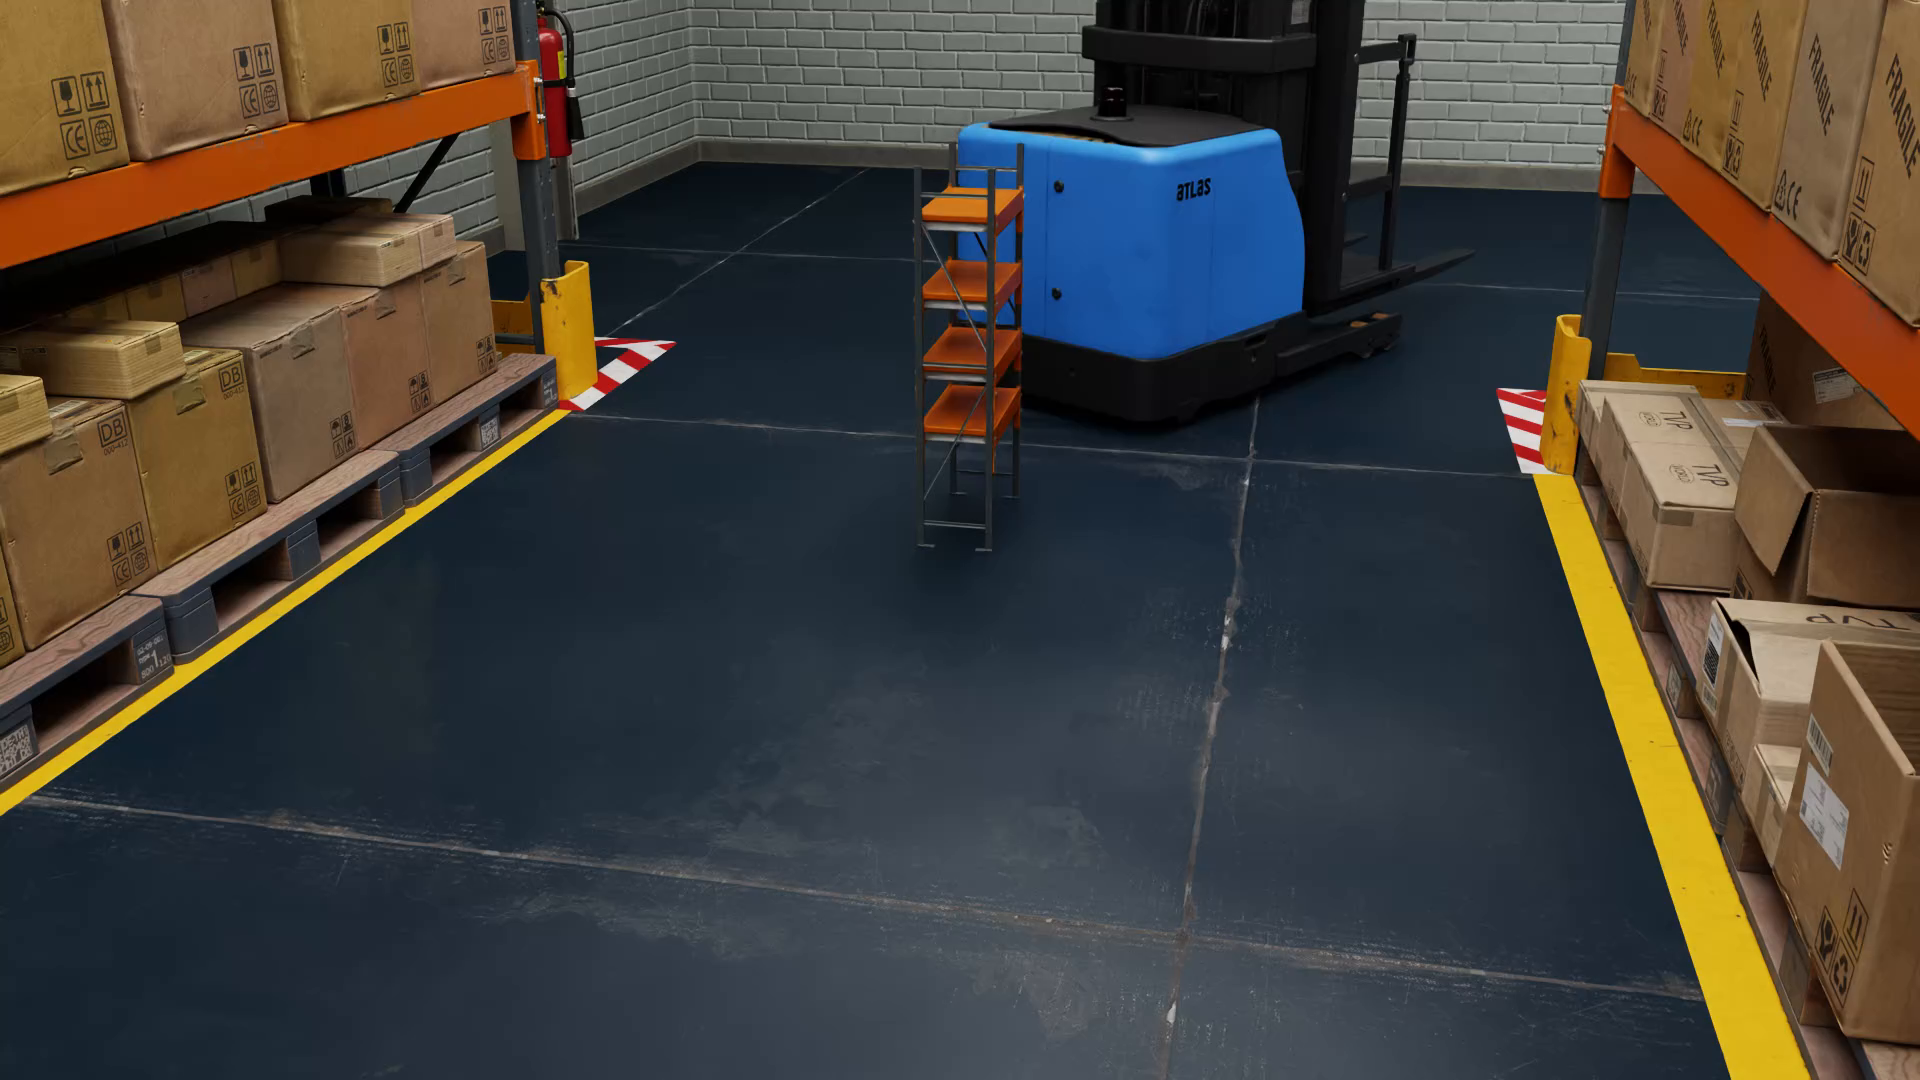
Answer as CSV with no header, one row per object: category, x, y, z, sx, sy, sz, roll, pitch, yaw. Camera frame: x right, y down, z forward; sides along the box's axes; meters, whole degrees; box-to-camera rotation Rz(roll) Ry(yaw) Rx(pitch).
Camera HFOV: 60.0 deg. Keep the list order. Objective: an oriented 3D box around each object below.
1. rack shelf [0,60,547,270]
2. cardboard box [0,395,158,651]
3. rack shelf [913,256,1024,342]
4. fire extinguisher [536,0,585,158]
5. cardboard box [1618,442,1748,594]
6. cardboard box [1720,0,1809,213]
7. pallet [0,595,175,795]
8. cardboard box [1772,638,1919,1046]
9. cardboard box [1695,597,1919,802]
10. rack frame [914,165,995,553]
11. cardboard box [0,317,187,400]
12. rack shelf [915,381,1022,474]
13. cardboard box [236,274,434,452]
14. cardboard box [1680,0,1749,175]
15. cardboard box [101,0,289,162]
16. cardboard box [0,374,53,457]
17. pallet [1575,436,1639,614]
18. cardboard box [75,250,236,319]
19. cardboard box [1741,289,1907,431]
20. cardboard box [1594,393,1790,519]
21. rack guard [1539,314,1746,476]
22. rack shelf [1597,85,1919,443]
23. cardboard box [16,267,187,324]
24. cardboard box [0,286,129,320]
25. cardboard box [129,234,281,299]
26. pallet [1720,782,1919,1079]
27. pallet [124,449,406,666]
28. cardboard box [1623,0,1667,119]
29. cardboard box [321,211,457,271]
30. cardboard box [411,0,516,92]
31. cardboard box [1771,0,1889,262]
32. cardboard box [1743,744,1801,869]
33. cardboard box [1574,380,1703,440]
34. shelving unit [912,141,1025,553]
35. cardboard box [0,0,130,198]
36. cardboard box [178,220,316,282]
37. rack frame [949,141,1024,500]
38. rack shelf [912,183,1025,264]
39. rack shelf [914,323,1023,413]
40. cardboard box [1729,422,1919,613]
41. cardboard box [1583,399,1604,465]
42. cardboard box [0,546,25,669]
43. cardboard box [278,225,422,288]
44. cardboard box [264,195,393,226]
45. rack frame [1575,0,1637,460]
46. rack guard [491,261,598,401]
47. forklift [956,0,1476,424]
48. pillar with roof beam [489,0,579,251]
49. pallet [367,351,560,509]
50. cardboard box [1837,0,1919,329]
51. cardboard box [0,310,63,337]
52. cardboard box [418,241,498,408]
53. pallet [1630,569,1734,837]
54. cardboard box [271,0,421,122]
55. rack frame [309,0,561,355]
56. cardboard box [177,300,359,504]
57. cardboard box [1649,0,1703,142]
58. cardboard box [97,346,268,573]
rack shelf,-2.535,-0.985,4.746,1.077,0.370,4.000,4,22,11
cardboard box,-2.584,-0.071,4.299,0.700,0.500,0.500,4,22,10
rack shelf,0.034,-0.762,5.221,0.258,0.148,0.480,4,22,11
fire extinguisher,-1.644,-1.861,6.561,0.296,0.674,0.183,4,22,11
cardboard box,2.131,-0.059,4.577,0.500,0.250,0.500,4,22,11
cardboard box,2.066,-1.022,3.743,0.500,0.500,0.500,5,22,12
pallet,-2.711,0.435,3.992,1.003,0.211,1.213,4,22,11
cardboard box,1.746,0.515,2.817,0.500,0.500,0.500,4,22,11
cardboard box,1.899,0.328,3.533,0.500,0.311,0.500,4,22,11
rack frame,-0.016,-0.528,5.058,0.240,1.200,0.015,4,22,11
cardboard box,-2.335,-0.491,4.473,0.380,0.149,0.250,4,22,9
rack shelf,0.034,-0.371,5.379,0.258,0.148,0.480,4,22,11
cardboard box,-2.274,-0.638,5.707,0.700,0.500,0.500,4,22,11
cardboard box,2.169,-1.205,4.197,0.500,0.500,0.500,4,22,11
cardboard box,-2.523,-1.456,4.553,0.980,0.700,0.700,3,22,8
cardboard box,-2.441,-0.300,3.999,0.380,0.149,0.250,5,23,13
pallet,2.546,-0.060,5.221,1.003,0.211,1.213,4,22,11
cardboard box,-2.547,-0.813,5.273,0.380,0.149,0.250,5,22,12
cardboard box,2.854,-0.500,5.338,0.500,0.500,0.500,4,22,11
cardboard box,2.233,-0.242,5.031,0.500,0.250,0.500,4,22,11
rack guard,2.708,-0.486,5.891,1.175,0.500,0.348,4,22,11
rack shelf,2.315,-0.608,3.812,1.077,0.370,4.000,4,22,11
cardboard box,-2.599,-0.719,5.040,0.380,0.149,0.250,5,22,11
cardboard box,-2.651,-0.627,4.810,0.380,0.149,0.250,4,22,10
cardboard box,-2.496,-0.906,5.504,0.380,0.149,0.250,5,22,11
pallet,2.048,0.832,3.006,1.003,0.211,1.213,4,22,11
pallet,-2.464,-0.013,5.103,1.003,0.211,1.213,4,22,11
cardboard box,2.375,-1.578,5.122,0.500,0.500,0.500,5,22,12
cardboard box,-2.019,-1.061,5.889,0.380,0.149,0.250,4,22,10
cardboard box,-2.221,-2.002,5.907,0.980,0.700,0.700,5,23,13
cardboard box,1.964,-0.836,3.280,0.500,0.500,0.500,5,22,12
cardboard box,1.764,0.536,3.235,0.380,0.149,0.250,4,22,11
cardboard box,2.302,-0.428,5.629,0.380,0.149,0.250,4,22,11
shelving unit,0.034,-0.617,5.280,0.258,1.200,0.503,4,22,11
cardboard box,-2.662,-1.190,3.891,0.980,0.700,0.700,4,22,10
cardboard box,-2.444,-0.998,5.732,0.380,0.149,0.250,5,22,11
rack frame,0.084,-0.706,5.501,0.240,1.200,0.015,4,22,11
rack shelf,0.034,-0.982,5.133,0.258,0.148,0.480,4,22,11
rack shelf,0.034,-0.555,5.305,0.258,0.148,0.480,4,22,11
cardboard box,2.286,0.056,3.952,0.797,0.503,0.637,4,22,11
cardboard box,2.251,-0.345,5.398,0.380,0.166,0.250,4,22,11
cardboard box,-2.690,0.112,3.844,0.700,0.500,0.500,5,22,12
cardboard box,-2.071,-0.968,5.657,0.380,0.149,0.250,5,22,12
cardboard box,-2.342,-1.183,6.192,0.380,0.149,0.250,5,22,11
rack frame,2.723,-1.673,5.493,1.000,3.000,0.127,4,22,11
rack guard,-2.122,-0.899,6.916,1.175,0.500,0.348,4,22,11
forklift,1.336,-2.271,7.070,1.130,2.935,3.031,19,28,38
pillar with roof beam,1.792,-5.558,7.108,9.100,9.000,0.400,4,22,11
pallet,-2.213,-0.458,6.208,1.003,0.211,1.213,4,22,11
cardboard box,1.862,-0.648,2.813,0.500,0.500,0.500,5,22,12
cardboard box,-2.703,-0.532,4.576,0.380,0.149,0.250,5,22,11
cardboard box,-2.172,-0.821,6.162,0.700,0.500,0.500,4,22,11
pallet,2.295,0.384,4.117,1.003,0.211,1.213,4,22,11
cardboard box,-2.359,-1.735,5.244,0.980,0.700,0.700,4,22,10
rack frame,-2.127,-2.050,6.428,1.000,3.000,0.127,4,22,11
cardboard box,-2.376,-0.454,5.250,0.700,0.500,0.500,4,22,9
cardboard box,2.275,-1.389,4.652,0.500,0.500,0.500,4,22,10
cardboard box,-2.477,-0.259,4.765,0.700,0.500,0.500,5,22,12
